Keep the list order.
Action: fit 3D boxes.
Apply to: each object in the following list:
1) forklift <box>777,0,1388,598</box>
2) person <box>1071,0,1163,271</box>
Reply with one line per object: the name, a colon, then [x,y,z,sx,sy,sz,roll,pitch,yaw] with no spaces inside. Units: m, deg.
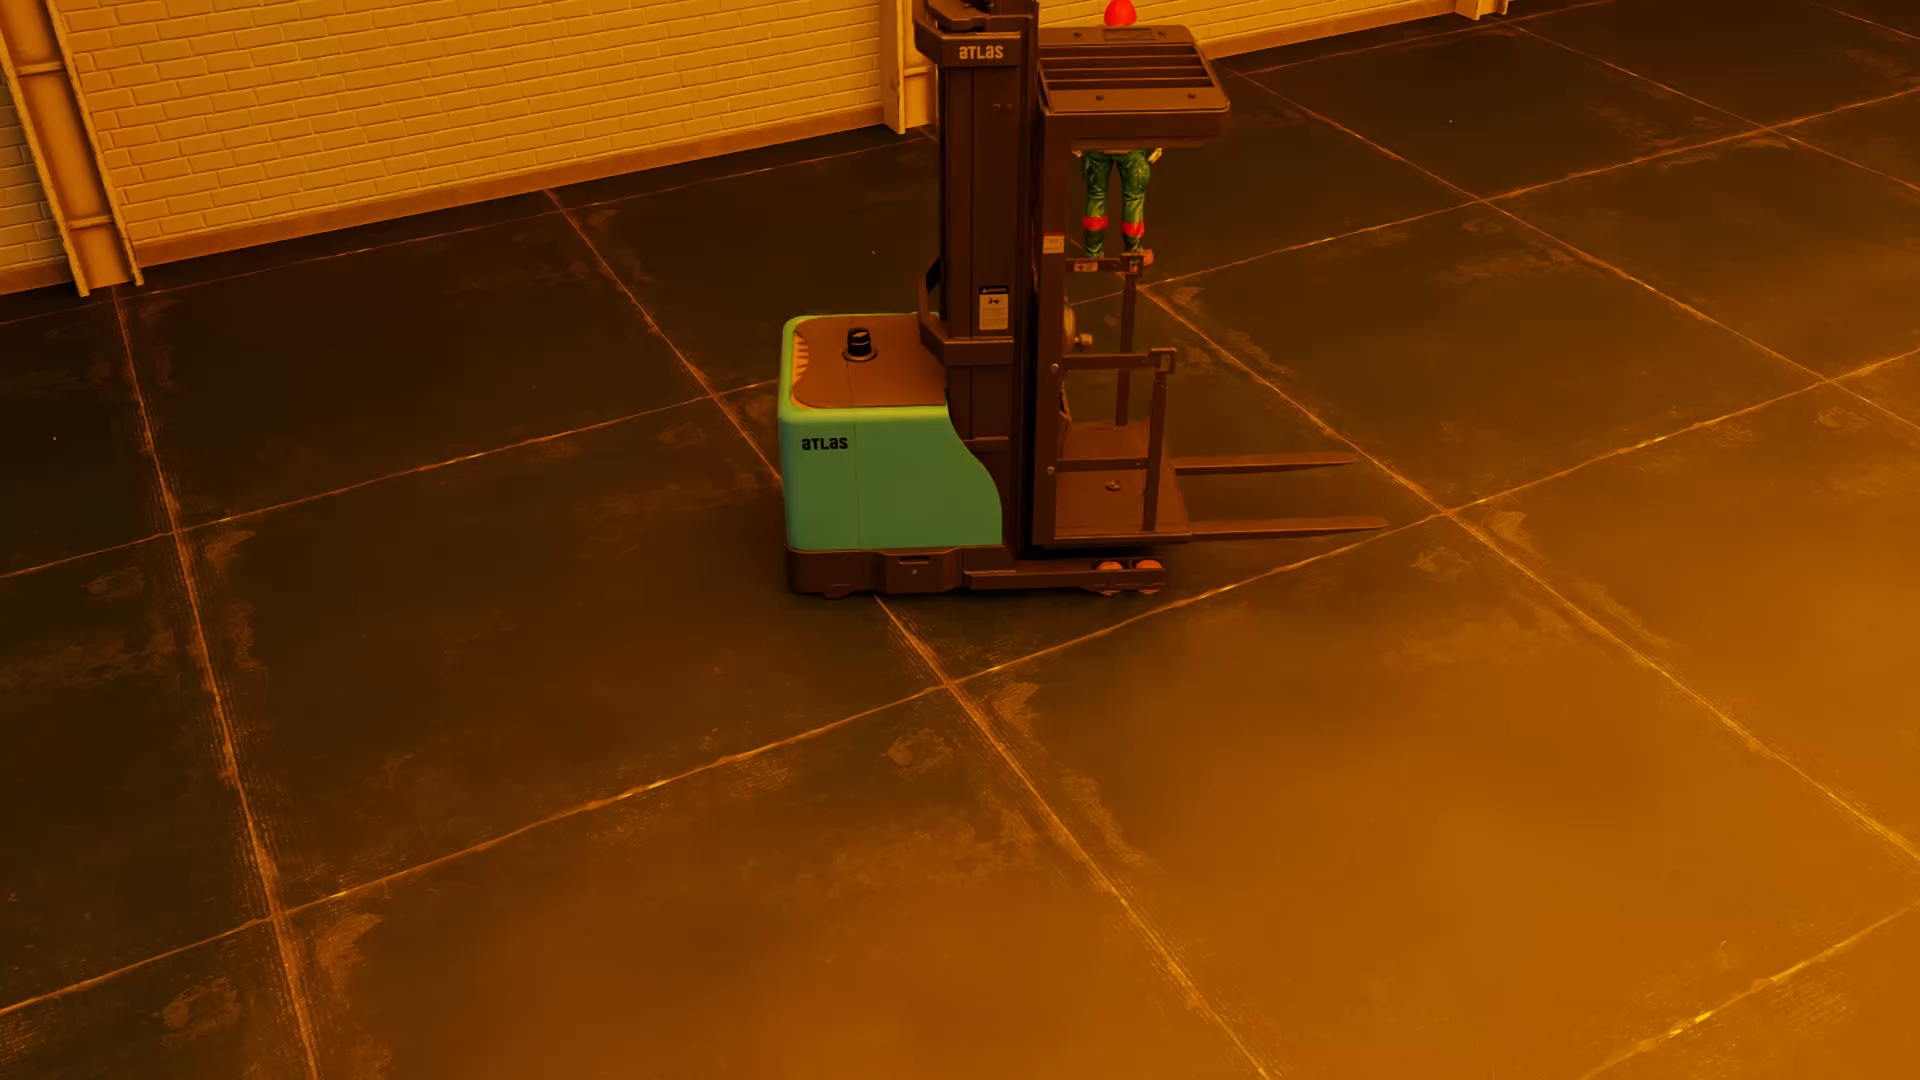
forklift: [0.627,-1.229,7.862,3.031,2.935,1.130,-2,35,-3]
person: [1.015,-2.615,10.825,0.615,1.778,0.453,9,36,13]
